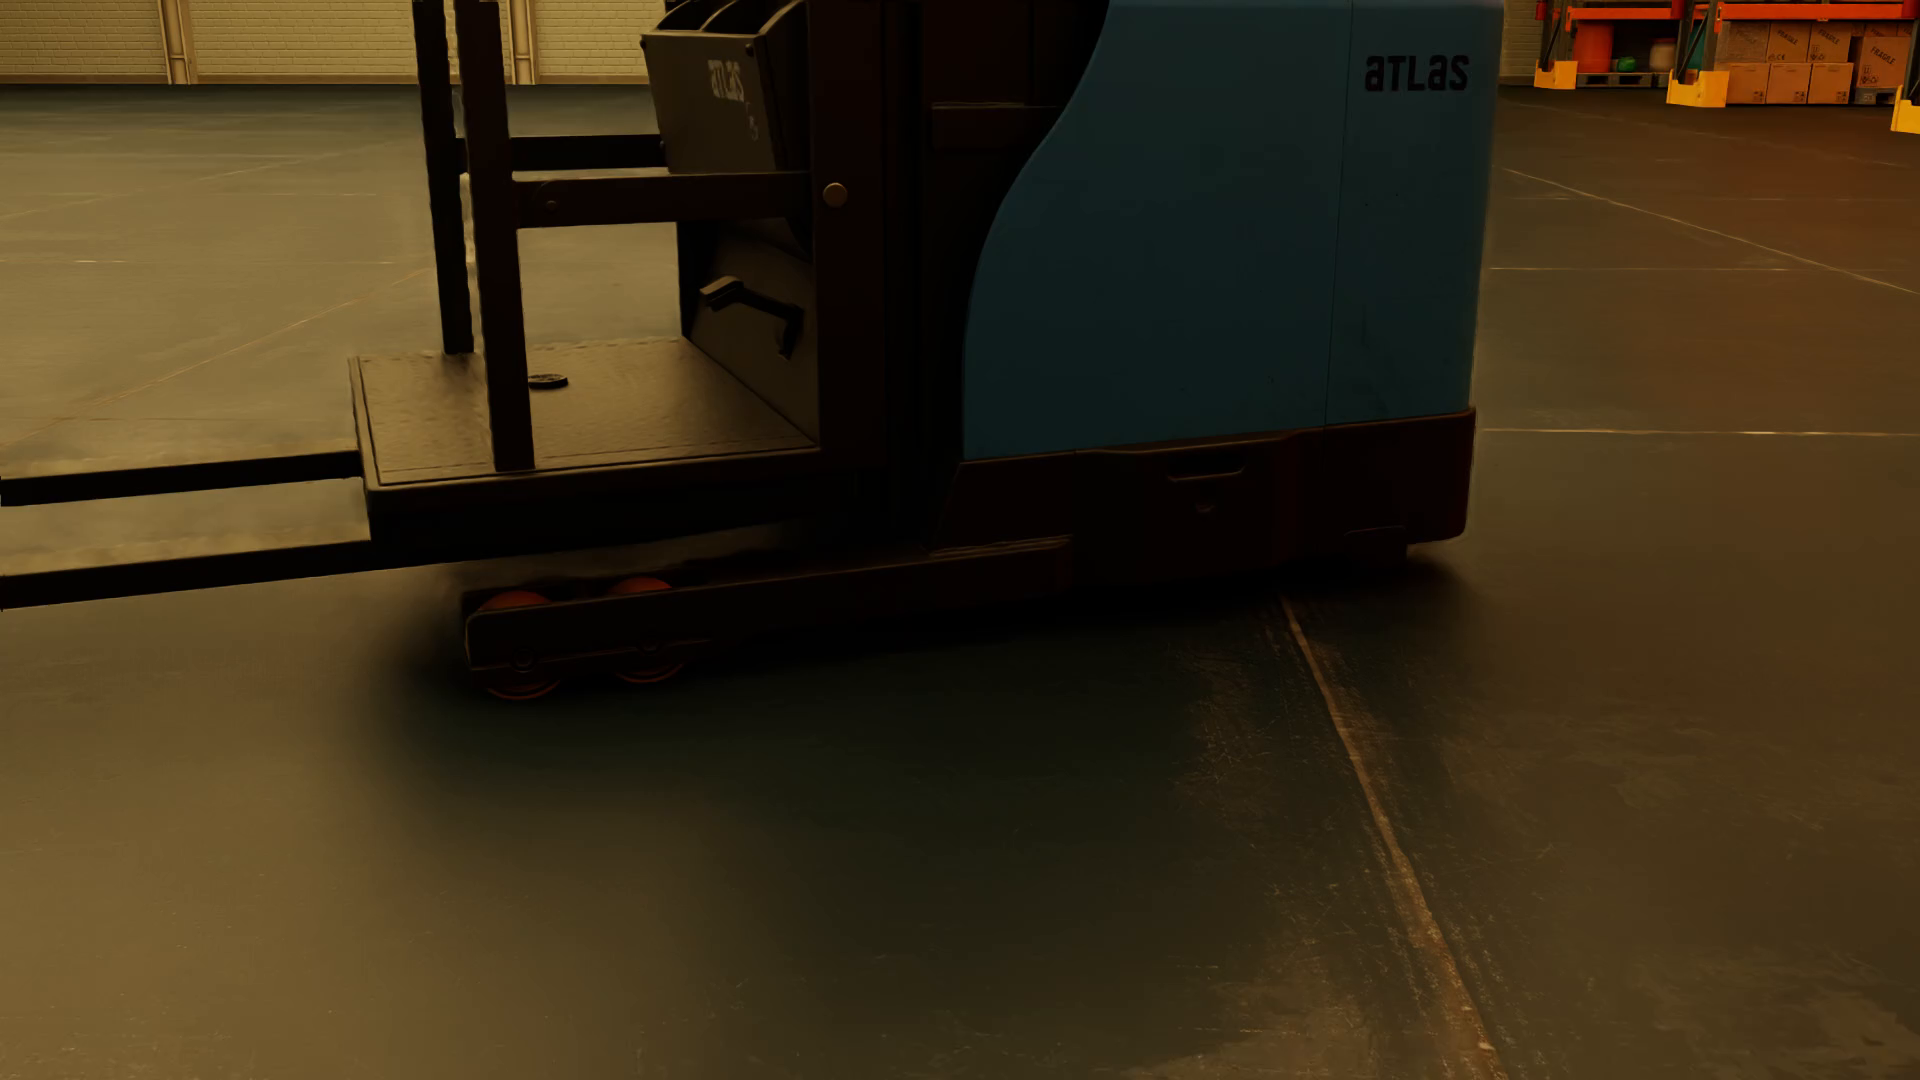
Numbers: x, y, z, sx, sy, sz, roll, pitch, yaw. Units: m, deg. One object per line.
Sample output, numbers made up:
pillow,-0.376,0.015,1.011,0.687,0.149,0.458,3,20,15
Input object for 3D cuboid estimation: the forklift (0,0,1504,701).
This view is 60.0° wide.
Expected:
forklift,-0.598,-1.328,2.706,3.031,2.935,1.130,-6,18,-20
